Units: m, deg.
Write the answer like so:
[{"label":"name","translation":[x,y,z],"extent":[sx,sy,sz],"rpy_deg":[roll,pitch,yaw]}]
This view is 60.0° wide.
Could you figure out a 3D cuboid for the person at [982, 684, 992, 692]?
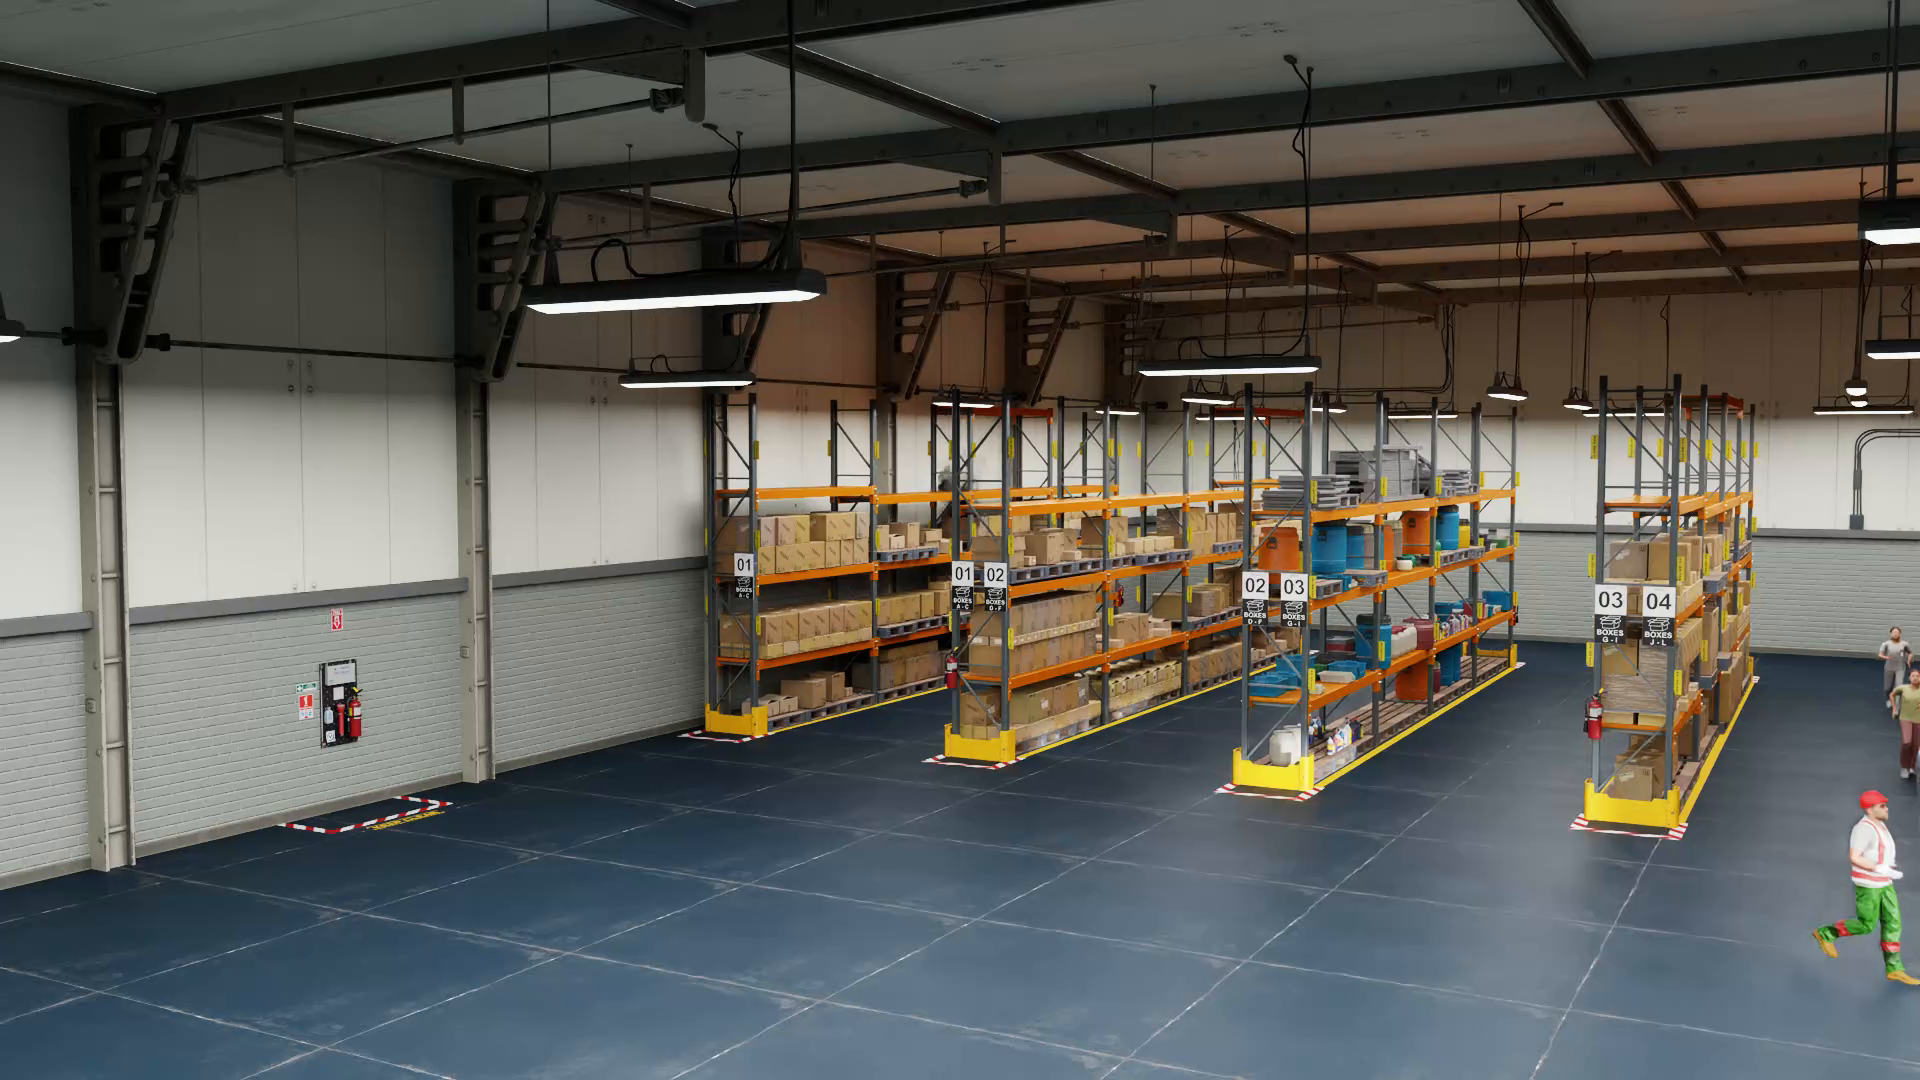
[{"label":"person","translation":[0.612,2.515,30.424],"extent":[0.562,1.682,0.867],"rpy_deg":[1,3,22]}]

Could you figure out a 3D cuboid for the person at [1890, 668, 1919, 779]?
[{"label":"person","translation":[14.526,2.793,25.361],"extent":[0.559,1.679,0.647],"rpy_deg":[1,3,21]}]

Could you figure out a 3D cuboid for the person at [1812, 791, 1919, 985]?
[{"label":"person","translation":[8.625,3.258,15.771],"extent":[0.657,1.778,0.945],"rpy_deg":[-3,4,-39]}]

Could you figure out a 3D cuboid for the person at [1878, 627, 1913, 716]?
[{"label":"person","translation":[17.696,2.464,31.457],"extent":[0.574,1.645,0.925],"rpy_deg":[2,4,29]}]
